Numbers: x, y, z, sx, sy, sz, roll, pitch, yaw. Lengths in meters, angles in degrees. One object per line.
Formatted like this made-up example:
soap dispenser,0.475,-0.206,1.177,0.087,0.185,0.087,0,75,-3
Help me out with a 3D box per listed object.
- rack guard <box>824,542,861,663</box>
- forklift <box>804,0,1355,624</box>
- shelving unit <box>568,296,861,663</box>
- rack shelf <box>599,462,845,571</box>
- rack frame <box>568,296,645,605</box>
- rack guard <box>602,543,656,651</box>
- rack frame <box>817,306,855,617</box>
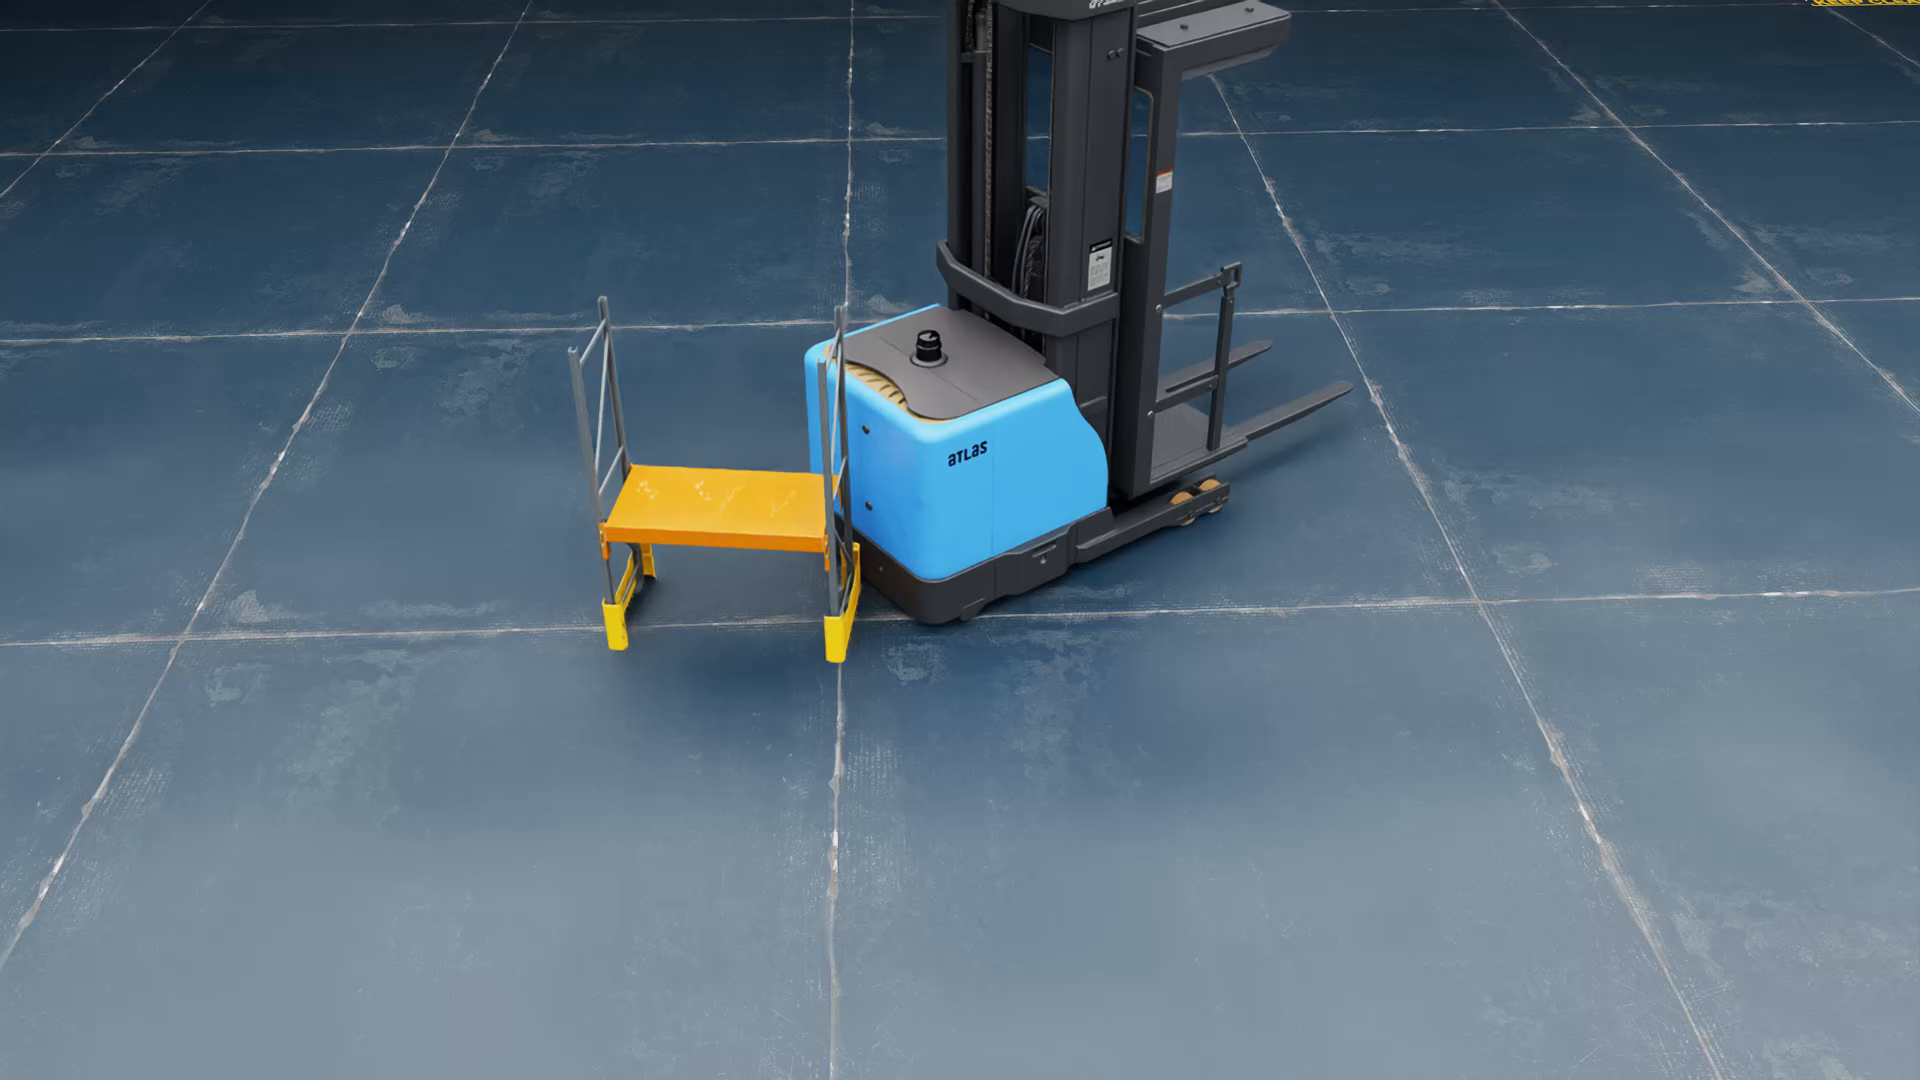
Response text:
rack guard,-0.536,0.280,7.626,0.087,0.250,0.587,3,35,4
forklift,0.749,-1.496,7.835,3.031,2.935,1.130,-23,41,-30
shelving unit,-1.032,-0.259,7.306,1.083,1.500,0.587,3,35,4
rack shelf,-1.041,-0.111,7.409,1.000,0.185,0.538,3,35,4
rack frame,-1.547,-0.285,7.344,0.032,1.500,0.500,3,35,4
rack guard,-1.528,0.230,7.698,0.087,0.250,0.587,3,35,4
rack frame,-0.535,-0.234,7.270,0.032,1.500,0.500,3,35,4
